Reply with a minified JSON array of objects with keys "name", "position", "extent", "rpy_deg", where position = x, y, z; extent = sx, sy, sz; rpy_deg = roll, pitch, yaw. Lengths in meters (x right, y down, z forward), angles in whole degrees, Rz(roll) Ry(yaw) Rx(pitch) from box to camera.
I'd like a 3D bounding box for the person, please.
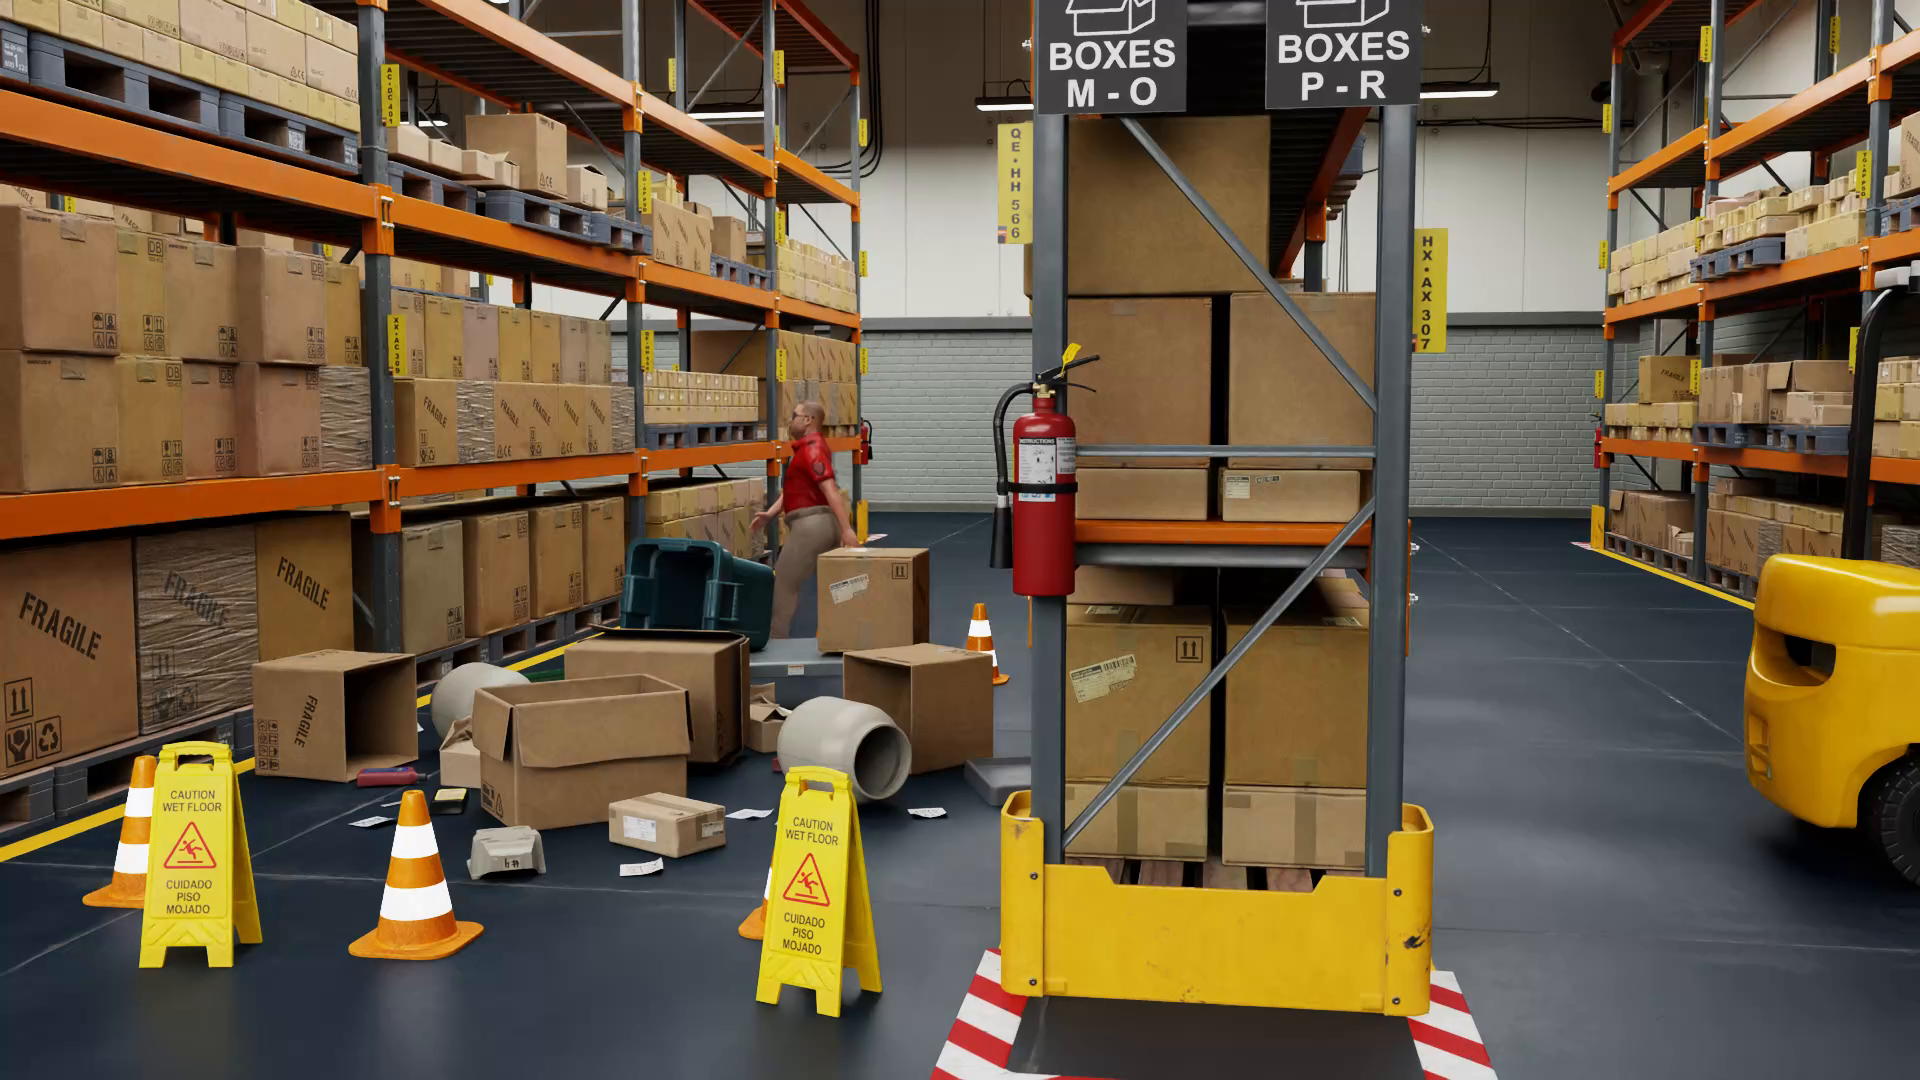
[{"name":"person","position":[-0.937,-0.048,10.547],"extent":[1.075,1.665,0.525],"rpy_deg":[1,5,16]}]
